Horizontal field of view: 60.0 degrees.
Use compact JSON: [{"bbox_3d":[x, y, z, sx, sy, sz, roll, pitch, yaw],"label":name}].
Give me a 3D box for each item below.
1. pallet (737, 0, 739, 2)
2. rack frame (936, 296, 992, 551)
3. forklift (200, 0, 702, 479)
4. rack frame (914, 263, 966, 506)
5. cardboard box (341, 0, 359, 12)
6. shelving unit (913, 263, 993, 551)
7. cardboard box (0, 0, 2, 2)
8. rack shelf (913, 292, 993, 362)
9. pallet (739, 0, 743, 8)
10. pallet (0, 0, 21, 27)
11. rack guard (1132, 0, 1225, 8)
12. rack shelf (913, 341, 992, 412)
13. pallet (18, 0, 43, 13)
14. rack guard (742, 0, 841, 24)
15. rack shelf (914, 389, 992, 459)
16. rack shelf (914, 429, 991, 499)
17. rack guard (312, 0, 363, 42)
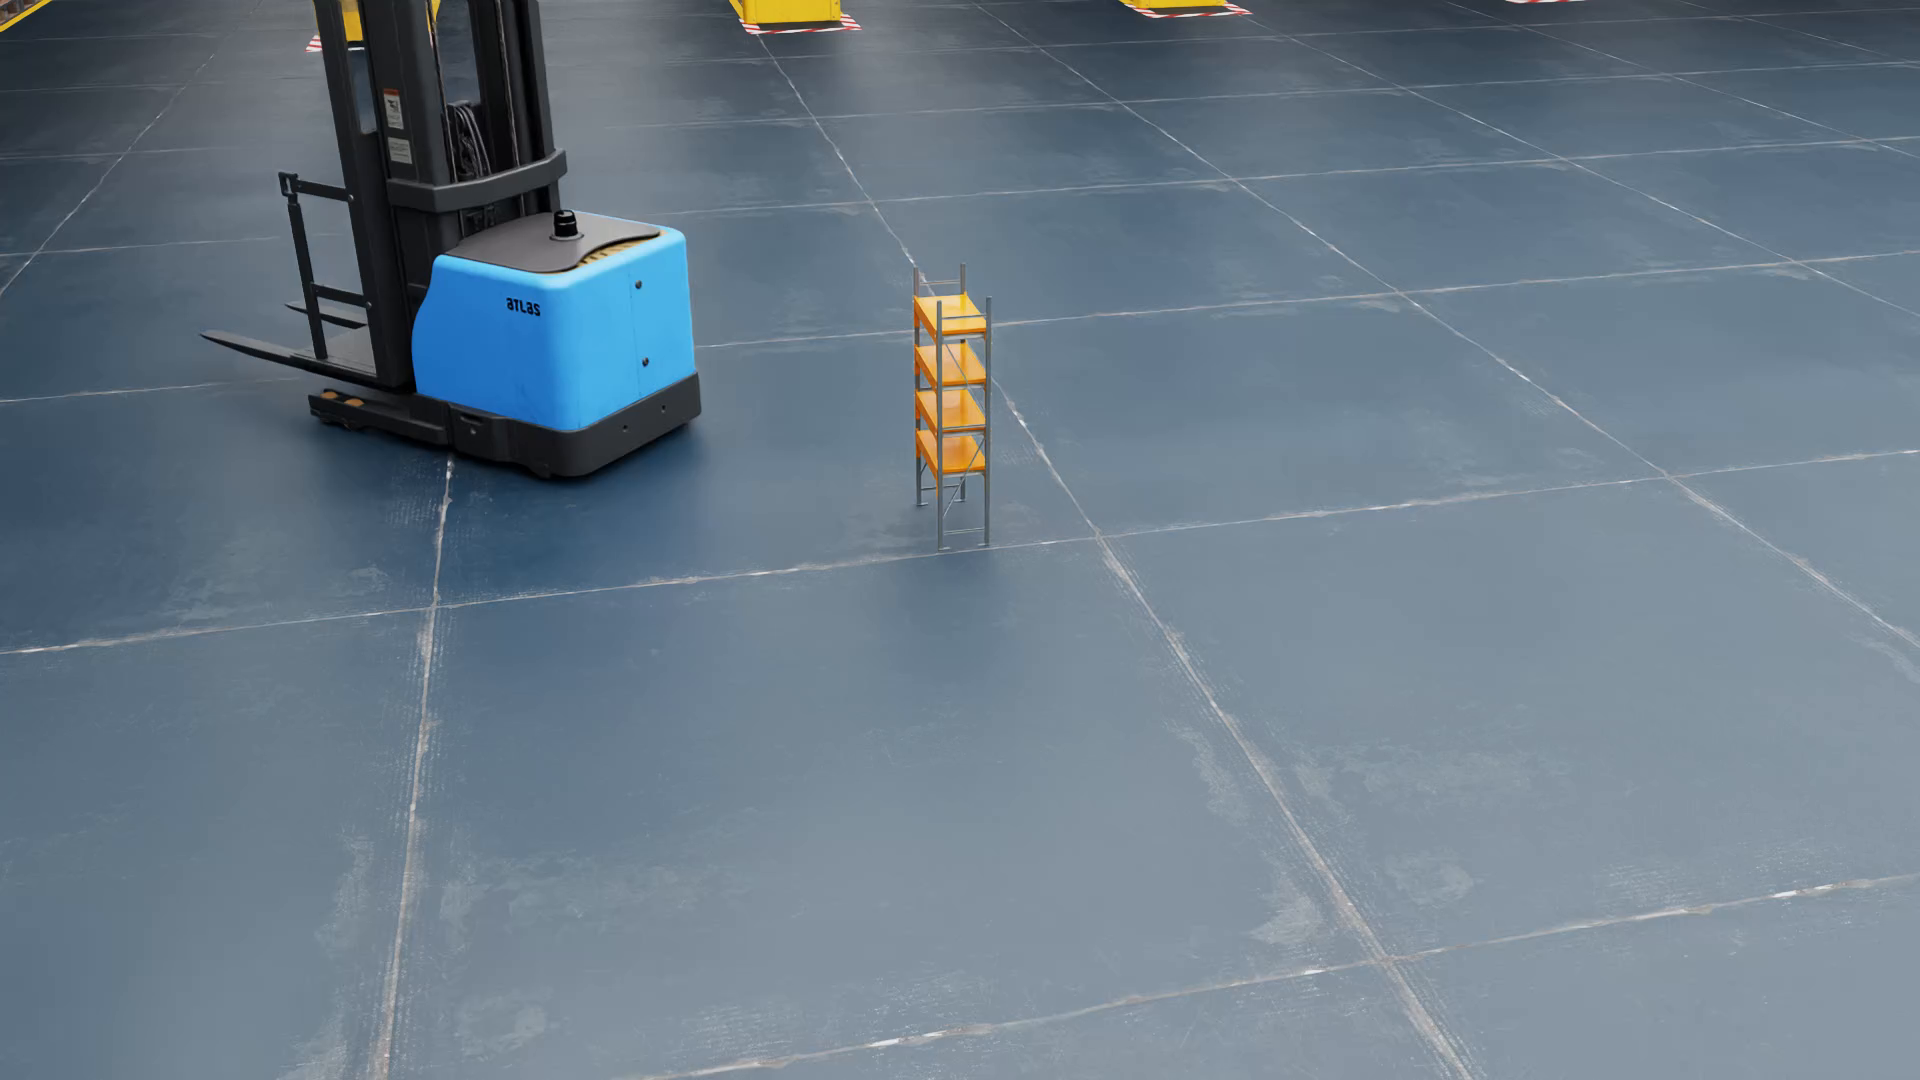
[{"bbox_3d":[-2.509,-7.366,22.109,1.003,0.211,1.213,-6,27,-12],"label":"pallet"},{"bbox_3d":[0.018,-0.501,7.411,0.240,1.200,0.015,-6,27,-12],"label":"rack frame"},{"bbox_3d":[-2.924,-2.087,8.633,3.031,2.935,1.130,15,30,27],"label":"forklift"},{"bbox_3d":[-0.092,-0.715,7.836,0.240,1.200,0.015,-6,27,-12],"label":"rack frame"},{"bbox_3d":[-7.232,-6.354,19.596,0.500,0.250,0.500,-6,27,-12],"label":"cardboard box"},{"bbox_3d":[-0.037,-0.608,7.624,0.258,1.200,0.503,-6,27,-12],"label":"shelving unit"},{"bbox_3d":[-11.962,-6.655,19.892,0.700,0.500,0.500,-8,28,-15],"label":"cardboard box"},{"bbox_3d":[-0.037,-0.959,7.447,0.258,0.148,0.480,-6,27,-12],"label":"rack shelf"},{"bbox_3d":[-2.238,-6.831,21.050,1.003,0.211,1.213,-6,27,-12],"label":"pallet"},{"bbox_3d":[-12.086,-6.367,20.131,1.003,0.211,1.213,-6,27,-12],"label":"pallet"},{"bbox_3d":[2.812,-7.111,21.283,1.175,0.500,0.348,-6,27,-12],"label":"rack guard"},{"bbox_3d":[-0.037,-0.748,7.553,0.258,0.148,0.480,-6,27,-12],"label":"rack shelf"},{"bbox_3d":[-12.365,-6.904,21.194,1.003,0.211,1.213,-6,27,-12],"label":"pallet"},{"bbox_3d":[-2.060,-6.603,20.277,1.175,0.500,0.348,-6,27,-12],"label":"rack guard"},{"bbox_3d":[-0.037,-0.548,7.654,0.258,0.148,0.480,-6,27,-12],"label":"rack shelf"},{"bbox_3d":[-0.037,-0.371,7.743,0.258,0.148,0.480,-6,27,-12],"label":"rack shelf"},{"bbox_3d":[-6.818,-6.062,19.206,1.175,0.500,0.348,-6,27,-12],"label":"rack guard"}]
